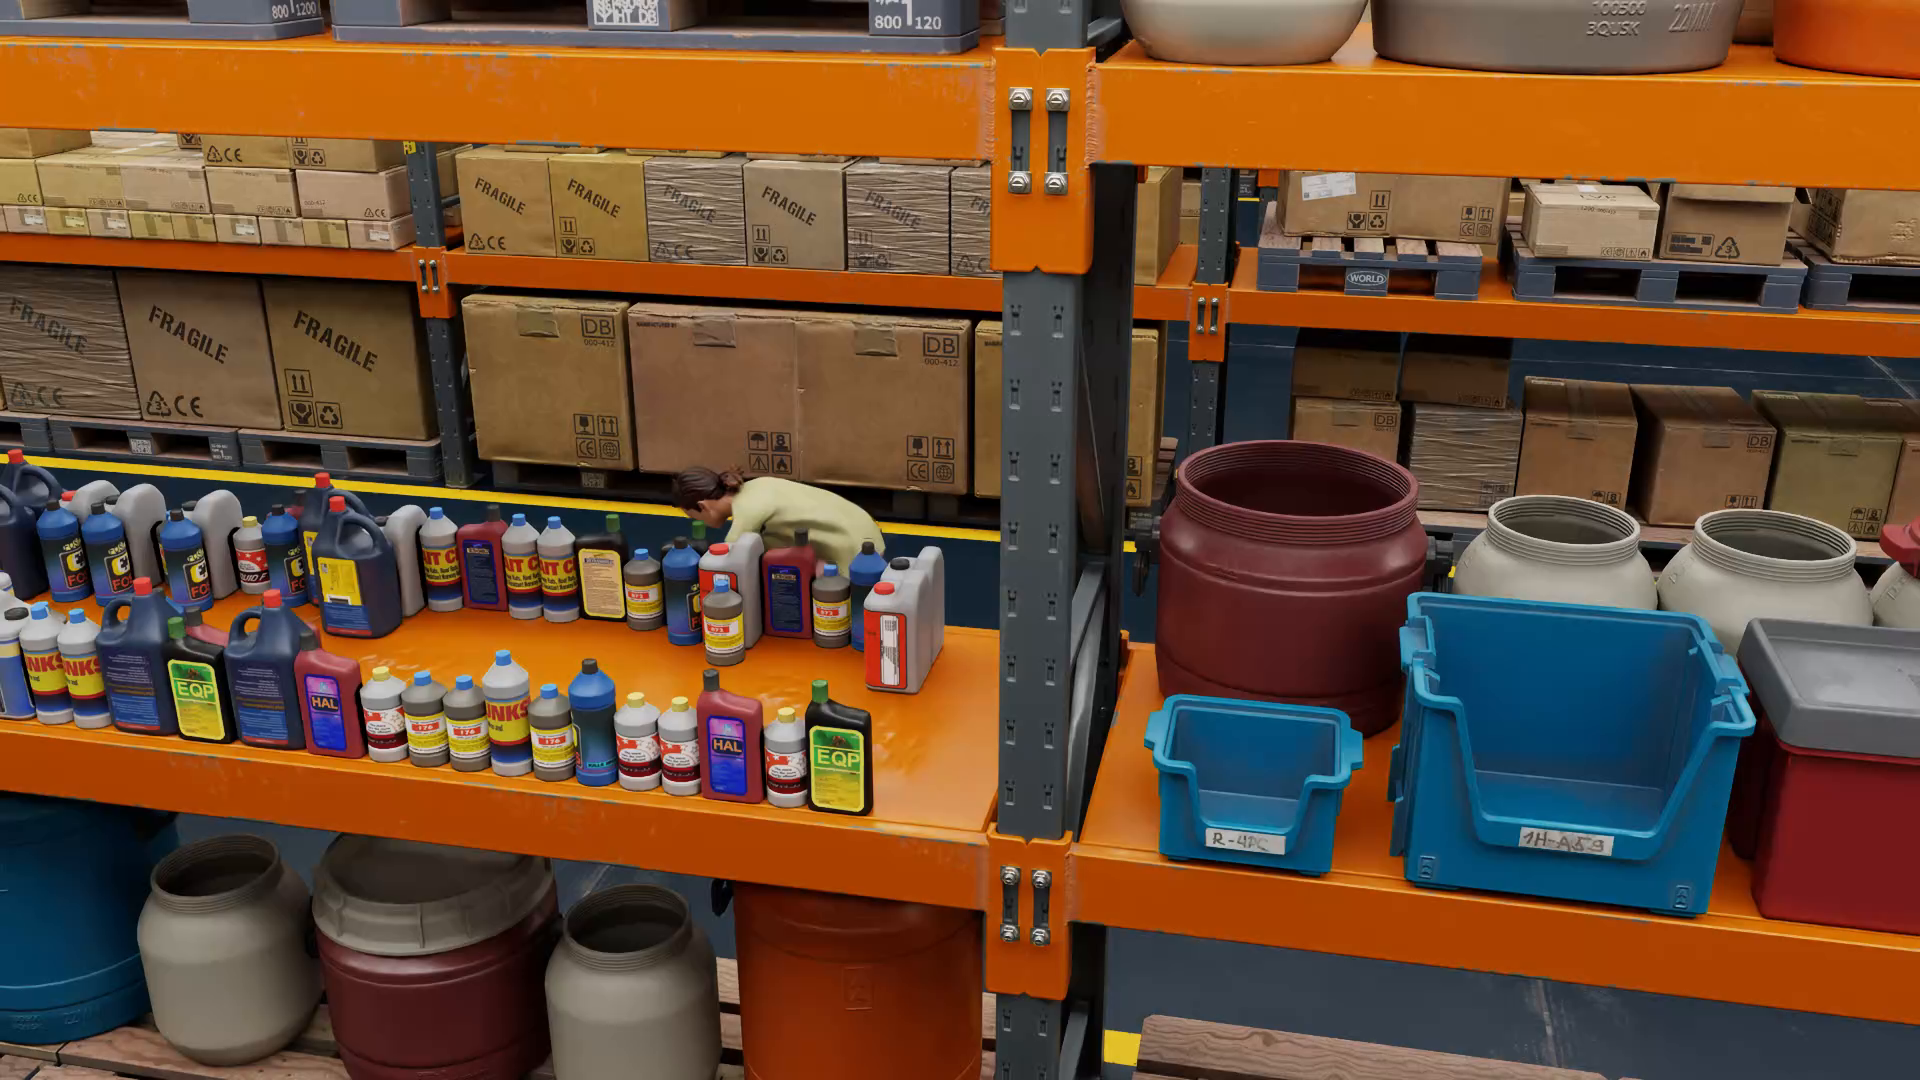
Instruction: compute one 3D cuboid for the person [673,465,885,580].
[{"bbox_3d":[-0.725,0.144,6.735,0.839,0.933,0.469,4,22,9],"label":"person"}]
